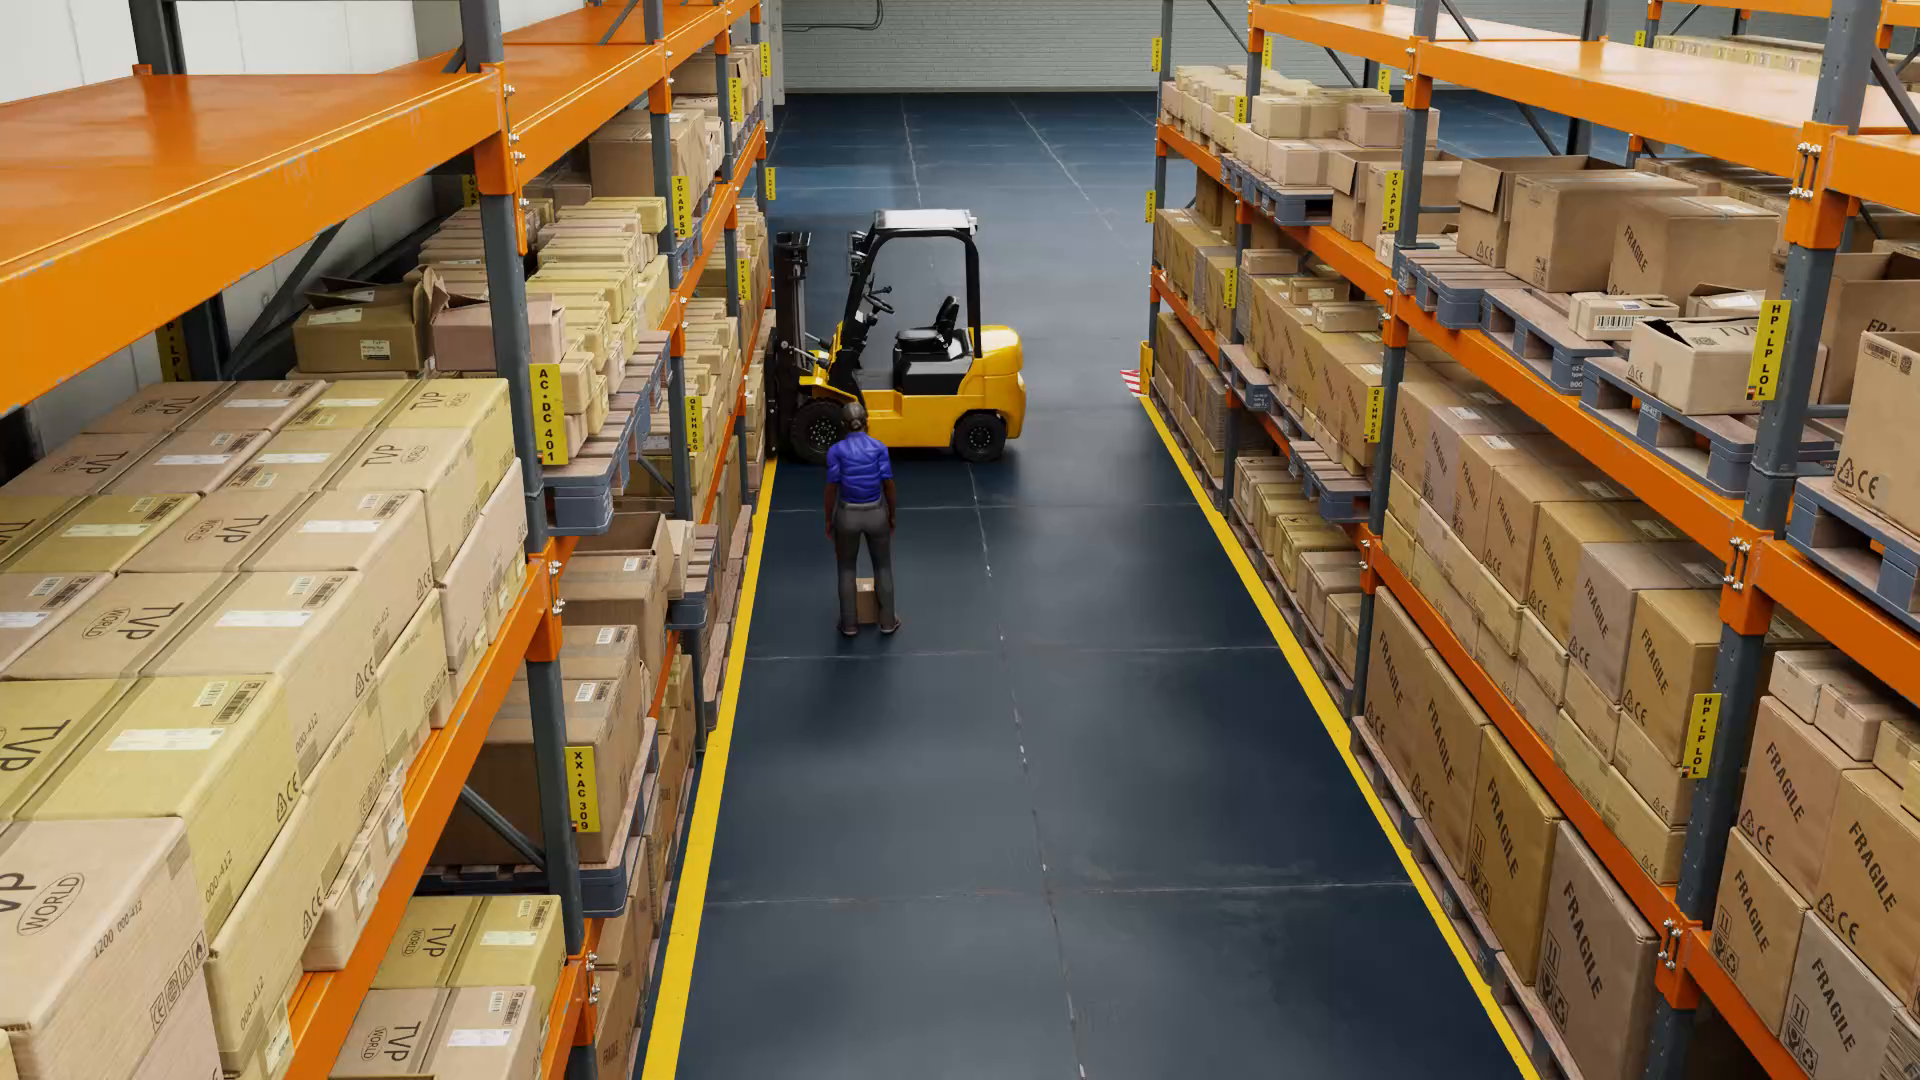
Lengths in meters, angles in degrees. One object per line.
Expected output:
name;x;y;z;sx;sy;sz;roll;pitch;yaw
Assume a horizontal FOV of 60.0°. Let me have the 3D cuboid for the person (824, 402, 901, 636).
person;-0.672;-0.139;11.458;0.525;1.653;0.348;-3;21;-8
